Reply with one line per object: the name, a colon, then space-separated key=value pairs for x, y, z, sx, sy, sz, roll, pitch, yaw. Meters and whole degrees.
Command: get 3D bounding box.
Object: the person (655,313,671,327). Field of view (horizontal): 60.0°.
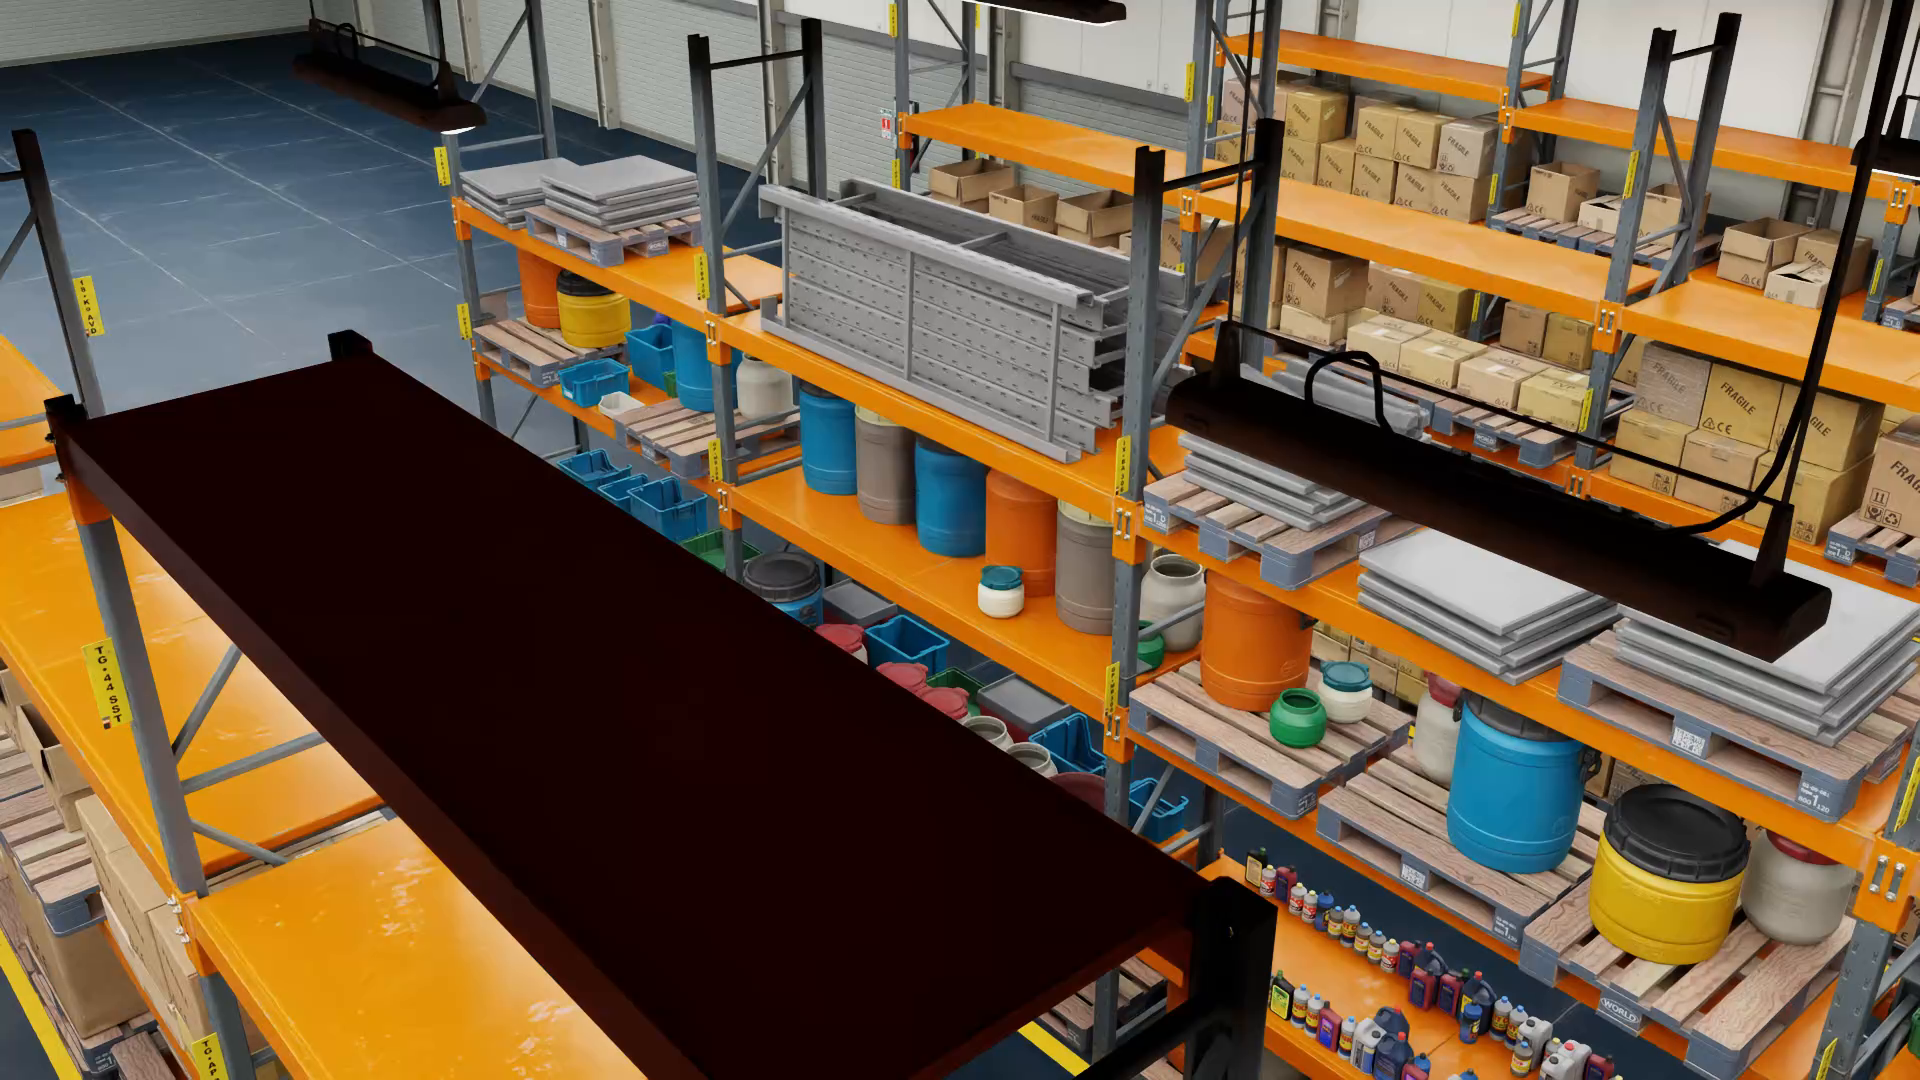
person: x=-3.729 y=-2.307 z=20.324 sx=0.675 sy=1.652 sz=0.471 roll=1 pitch=27 yaw=1
